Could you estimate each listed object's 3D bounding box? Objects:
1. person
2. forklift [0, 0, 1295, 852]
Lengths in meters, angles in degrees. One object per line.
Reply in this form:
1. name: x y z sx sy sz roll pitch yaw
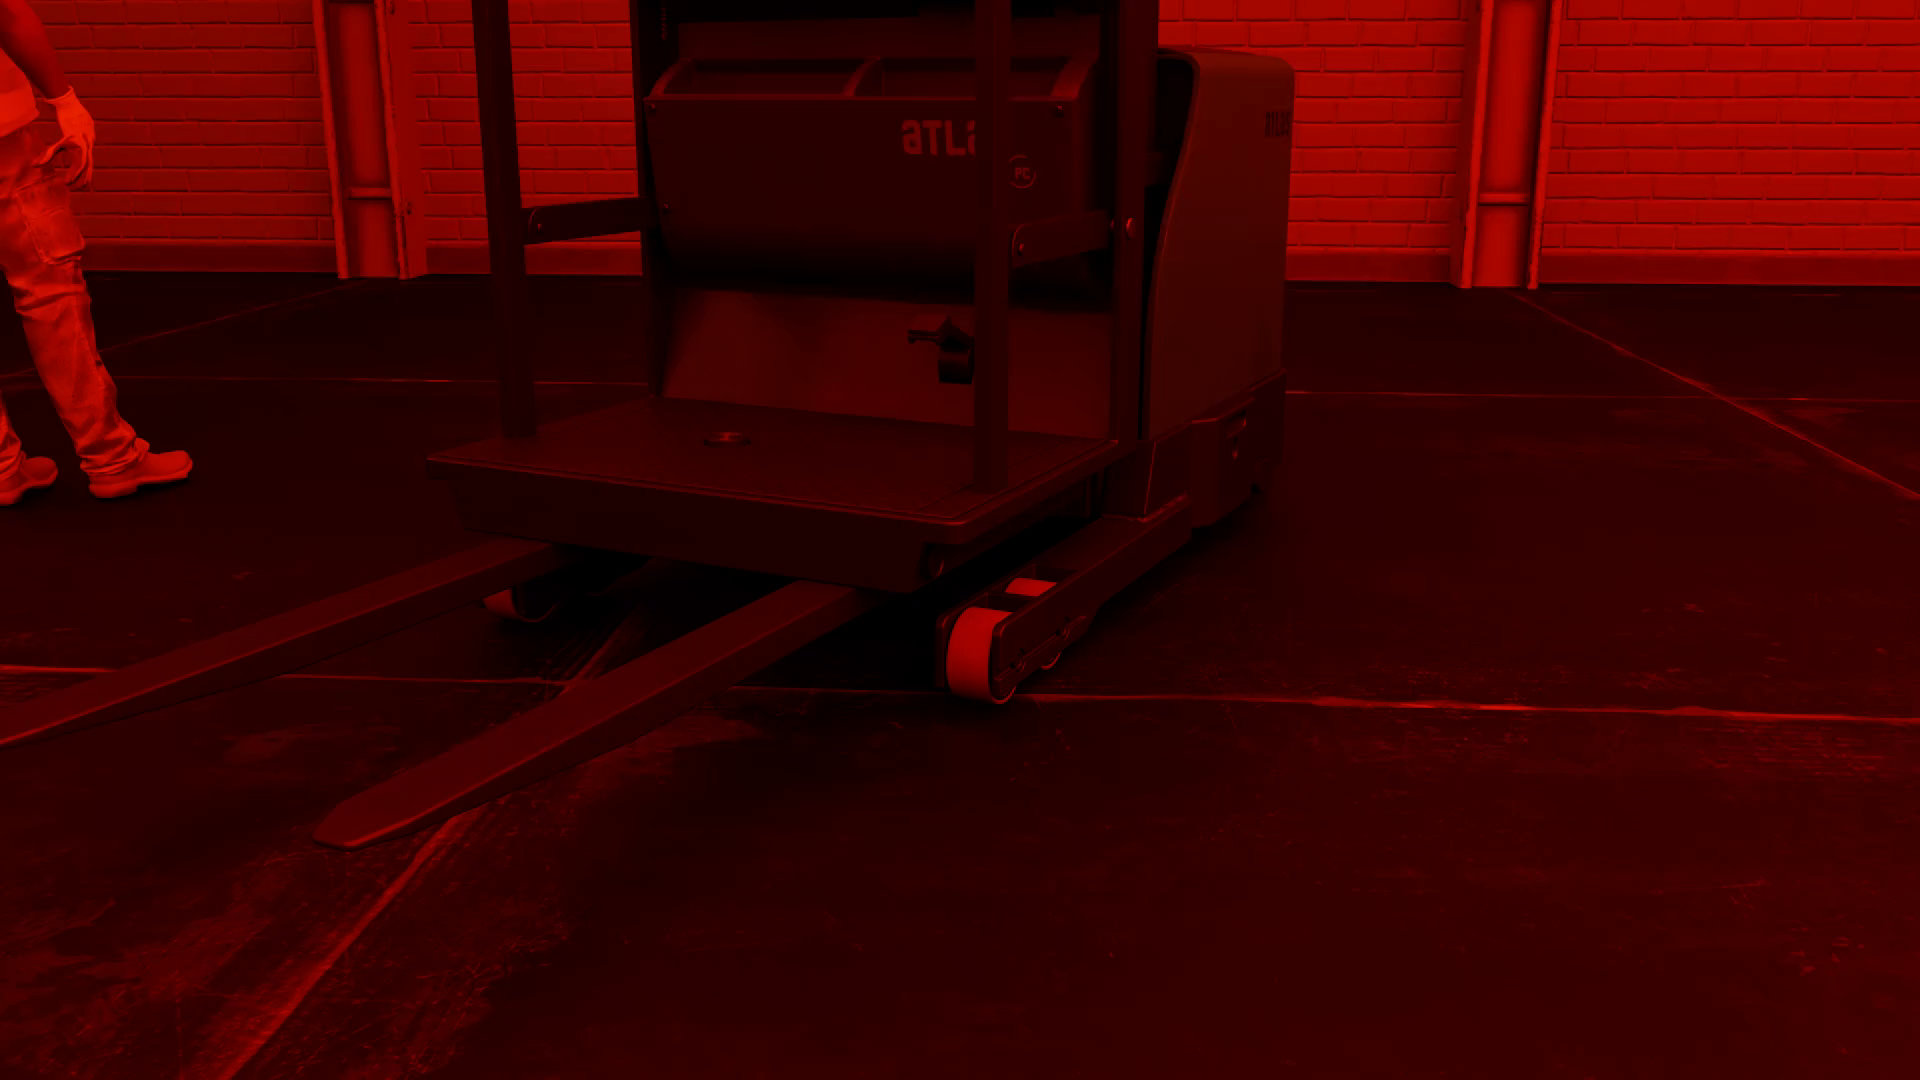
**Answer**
1. person: -2.361 -0.973 3.969 0.656 1.782 0.578 2 15 8
2. forklift: -0.277 -1.268 2.889 1.130 2.935 3.031 7 17 25
